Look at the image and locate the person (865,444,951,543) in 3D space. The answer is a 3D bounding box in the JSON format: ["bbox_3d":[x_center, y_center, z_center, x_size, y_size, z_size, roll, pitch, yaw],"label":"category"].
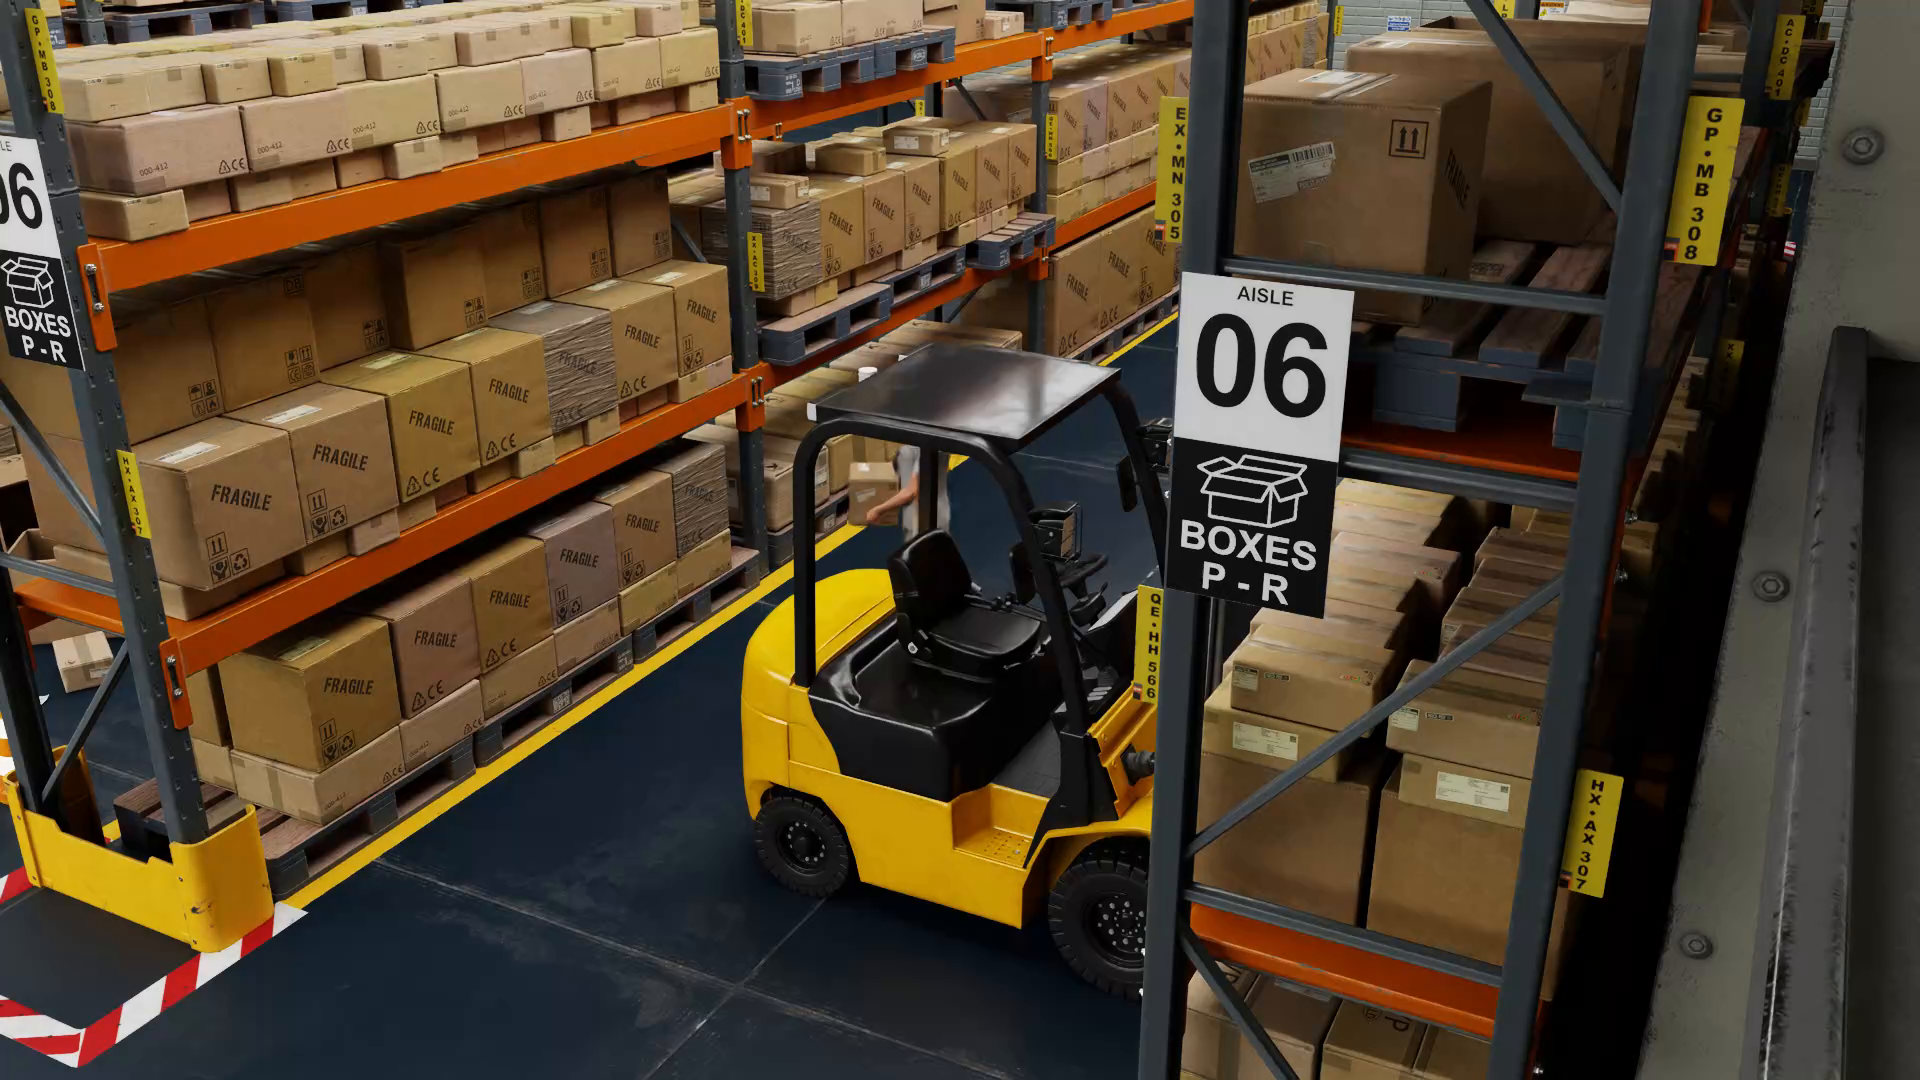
[{"bbox_3d":[-0.256,-0.084,8.612,0.548,1.669,0.443,0,23,-1],"label":"person"}]
